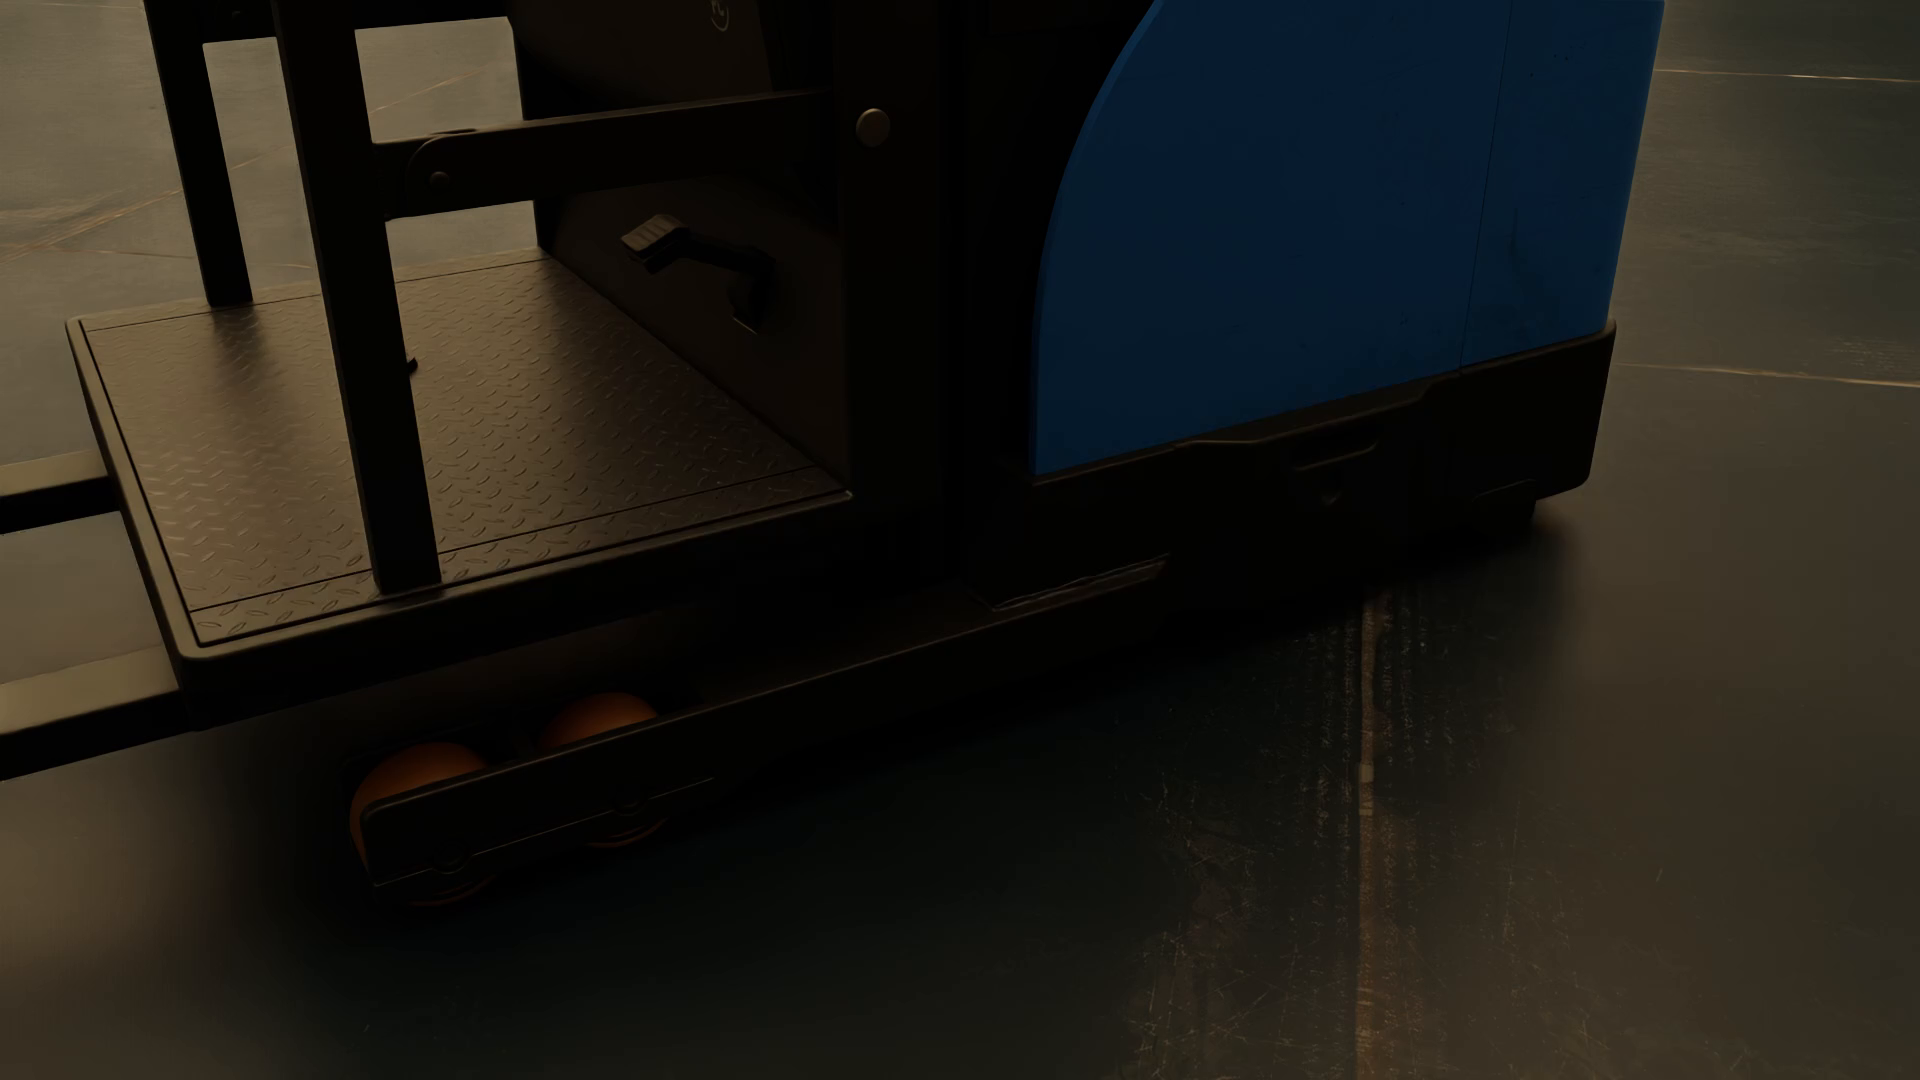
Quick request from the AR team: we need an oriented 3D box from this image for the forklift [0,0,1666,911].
[{"bbox_3d":[-0.563,-1.198,1.621,3.031,2.935,1.130,-15,30,-27],"label":"forklift"}]
